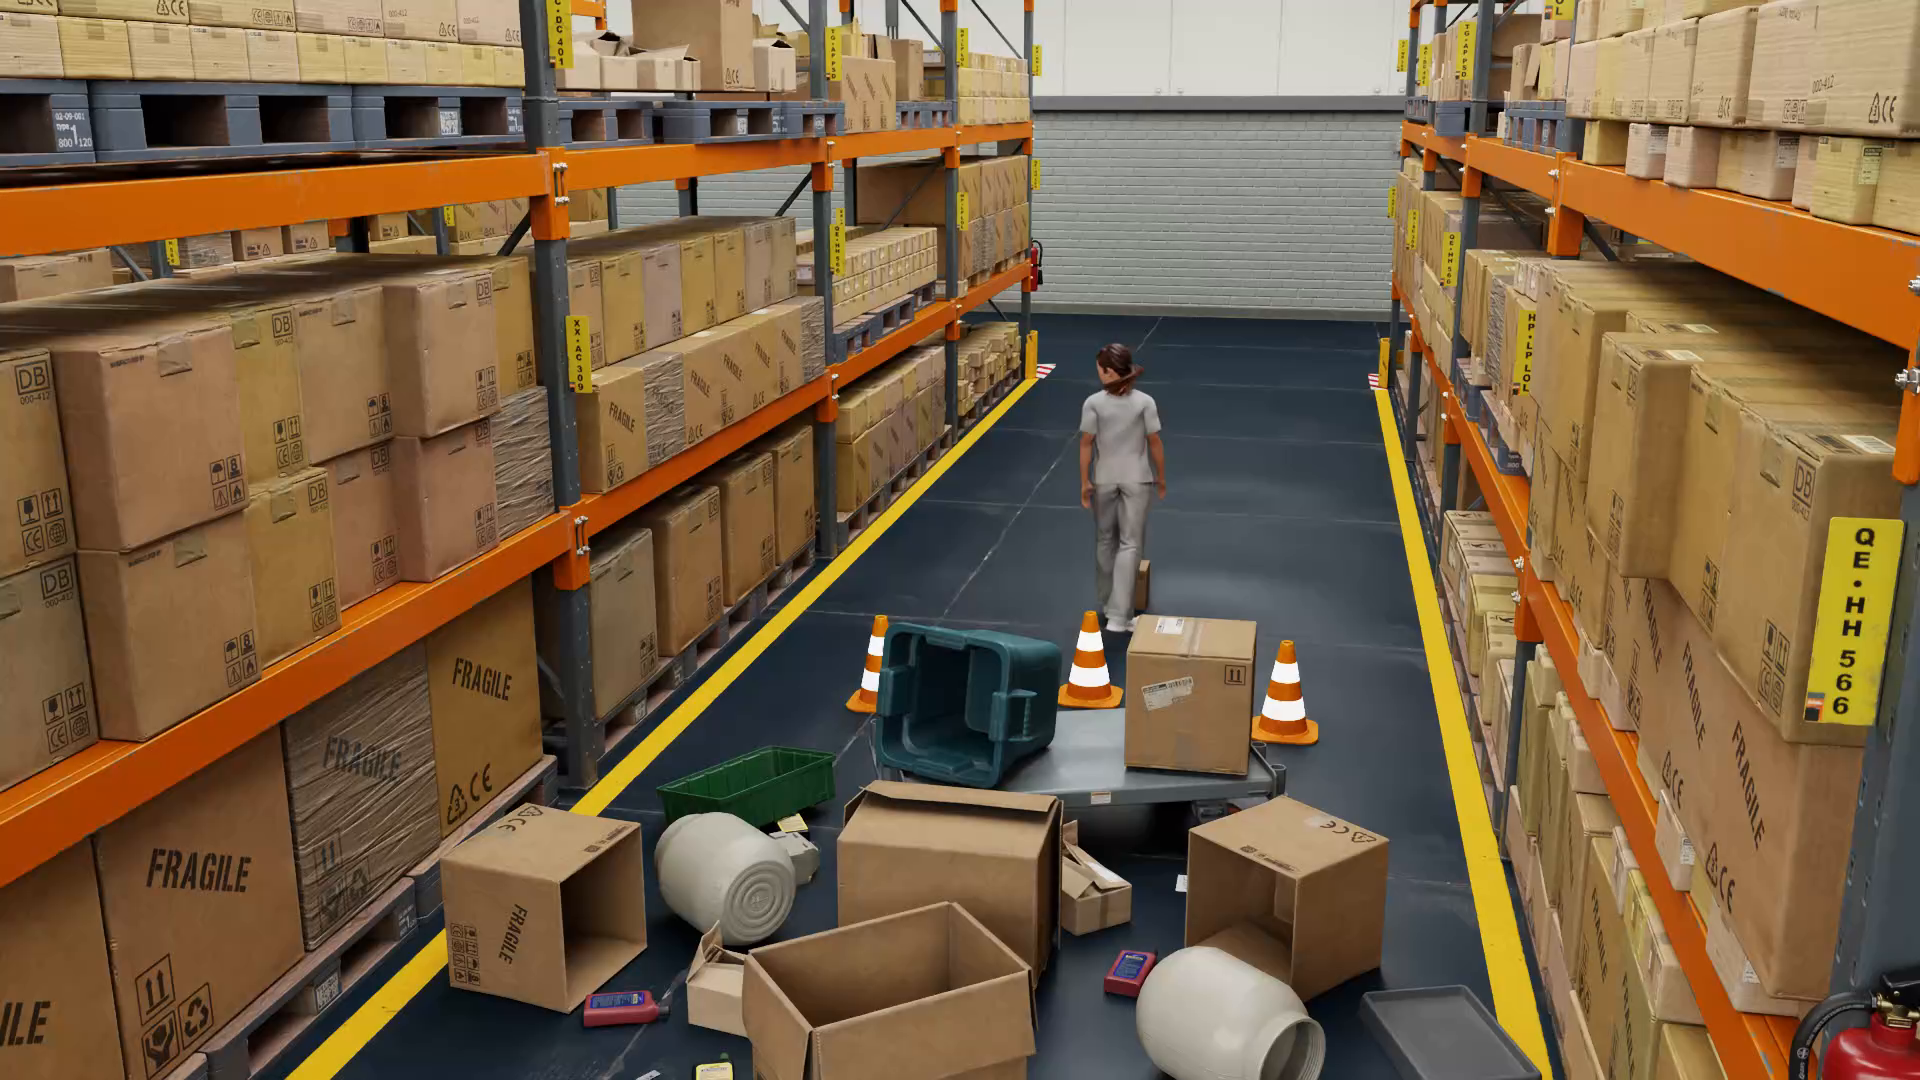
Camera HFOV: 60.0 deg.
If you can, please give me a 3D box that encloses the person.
[{"bbox_3d":[0.949,-0.322,9.693,0.474,1.659,0.762,5,15,17],"label":"person"}]
